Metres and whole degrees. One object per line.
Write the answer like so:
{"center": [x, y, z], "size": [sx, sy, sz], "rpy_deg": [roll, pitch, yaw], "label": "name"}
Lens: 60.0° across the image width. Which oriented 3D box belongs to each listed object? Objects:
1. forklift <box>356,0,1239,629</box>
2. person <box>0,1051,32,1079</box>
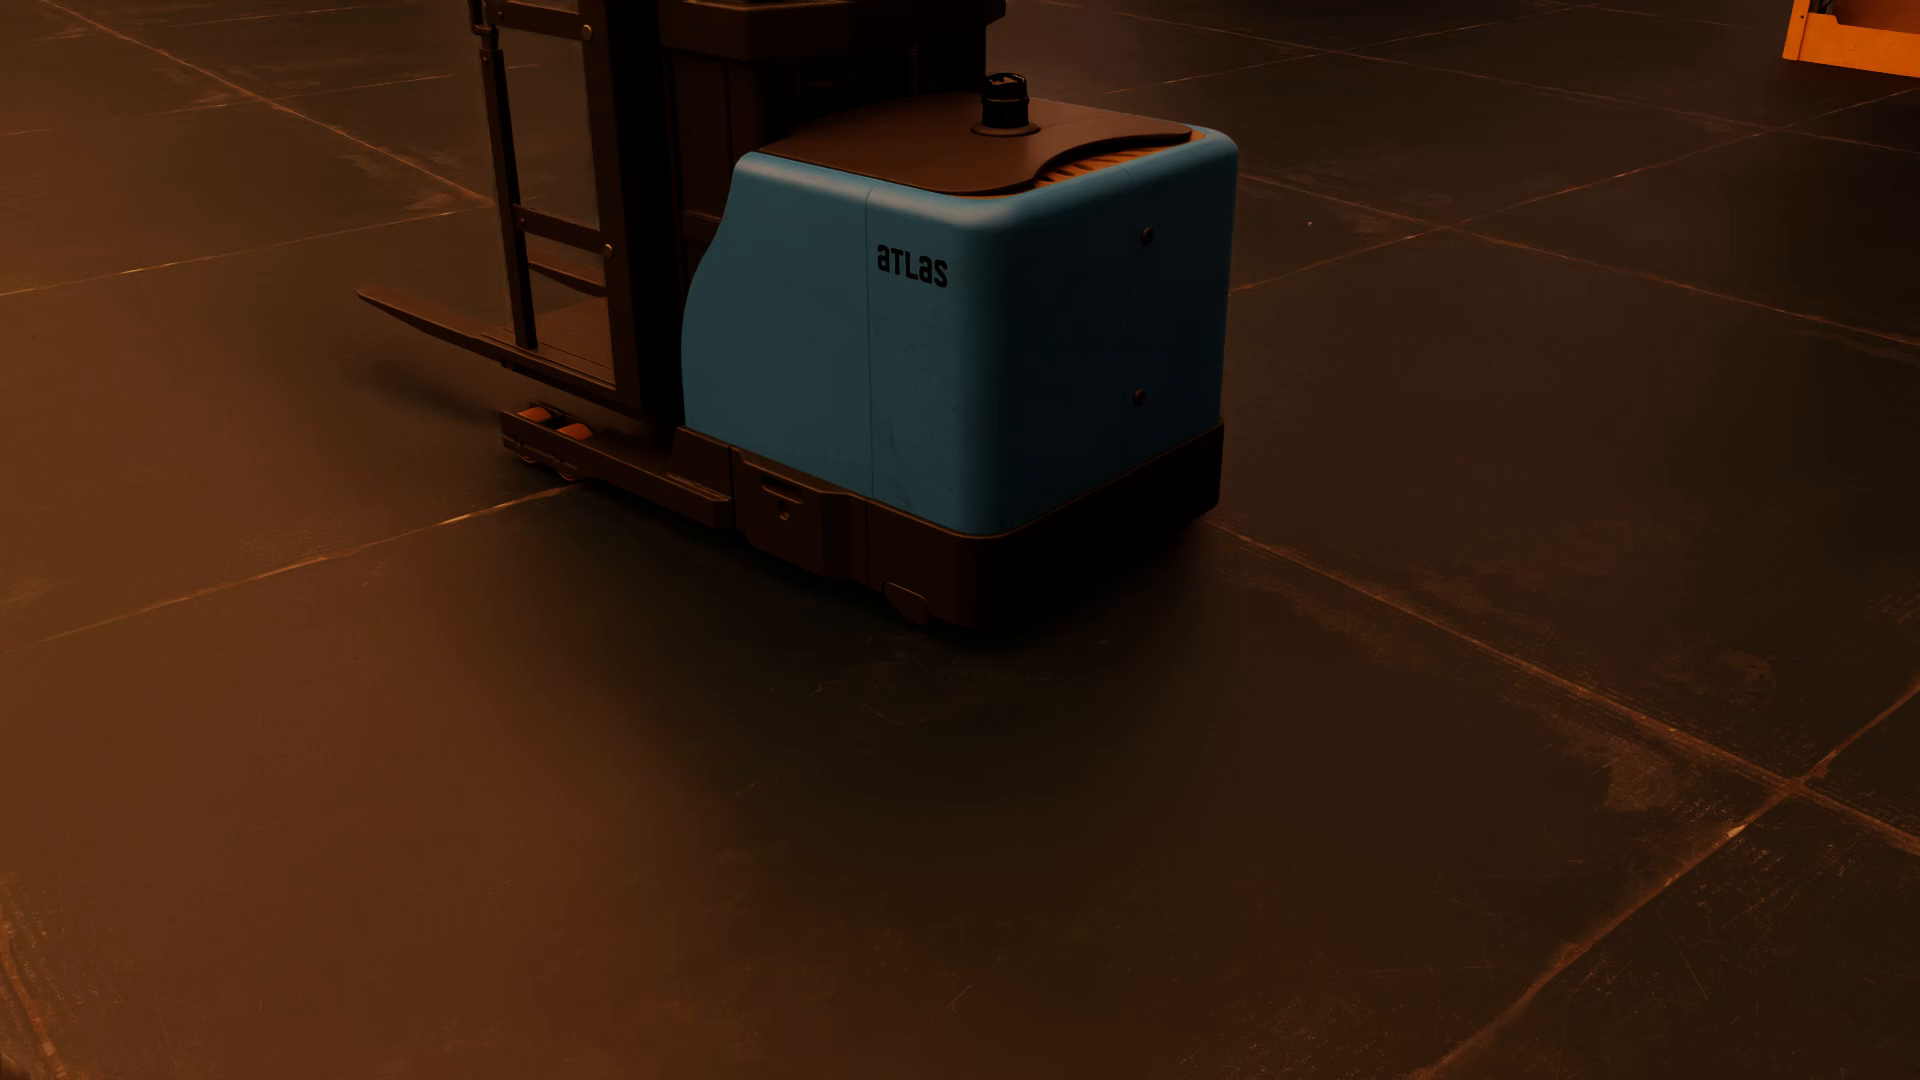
{"center": [-0.729, -1.638, 4.506], "size": [3.031, 2.935, 1.130], "rpy_deg": [21, 33, 36], "label": "forklift"}
{"center": [-1.463, 0.385, 1.916], "size": [0.884, 1.691, 0.632], "rpy_deg": [10, 28, 19], "label": "person"}
